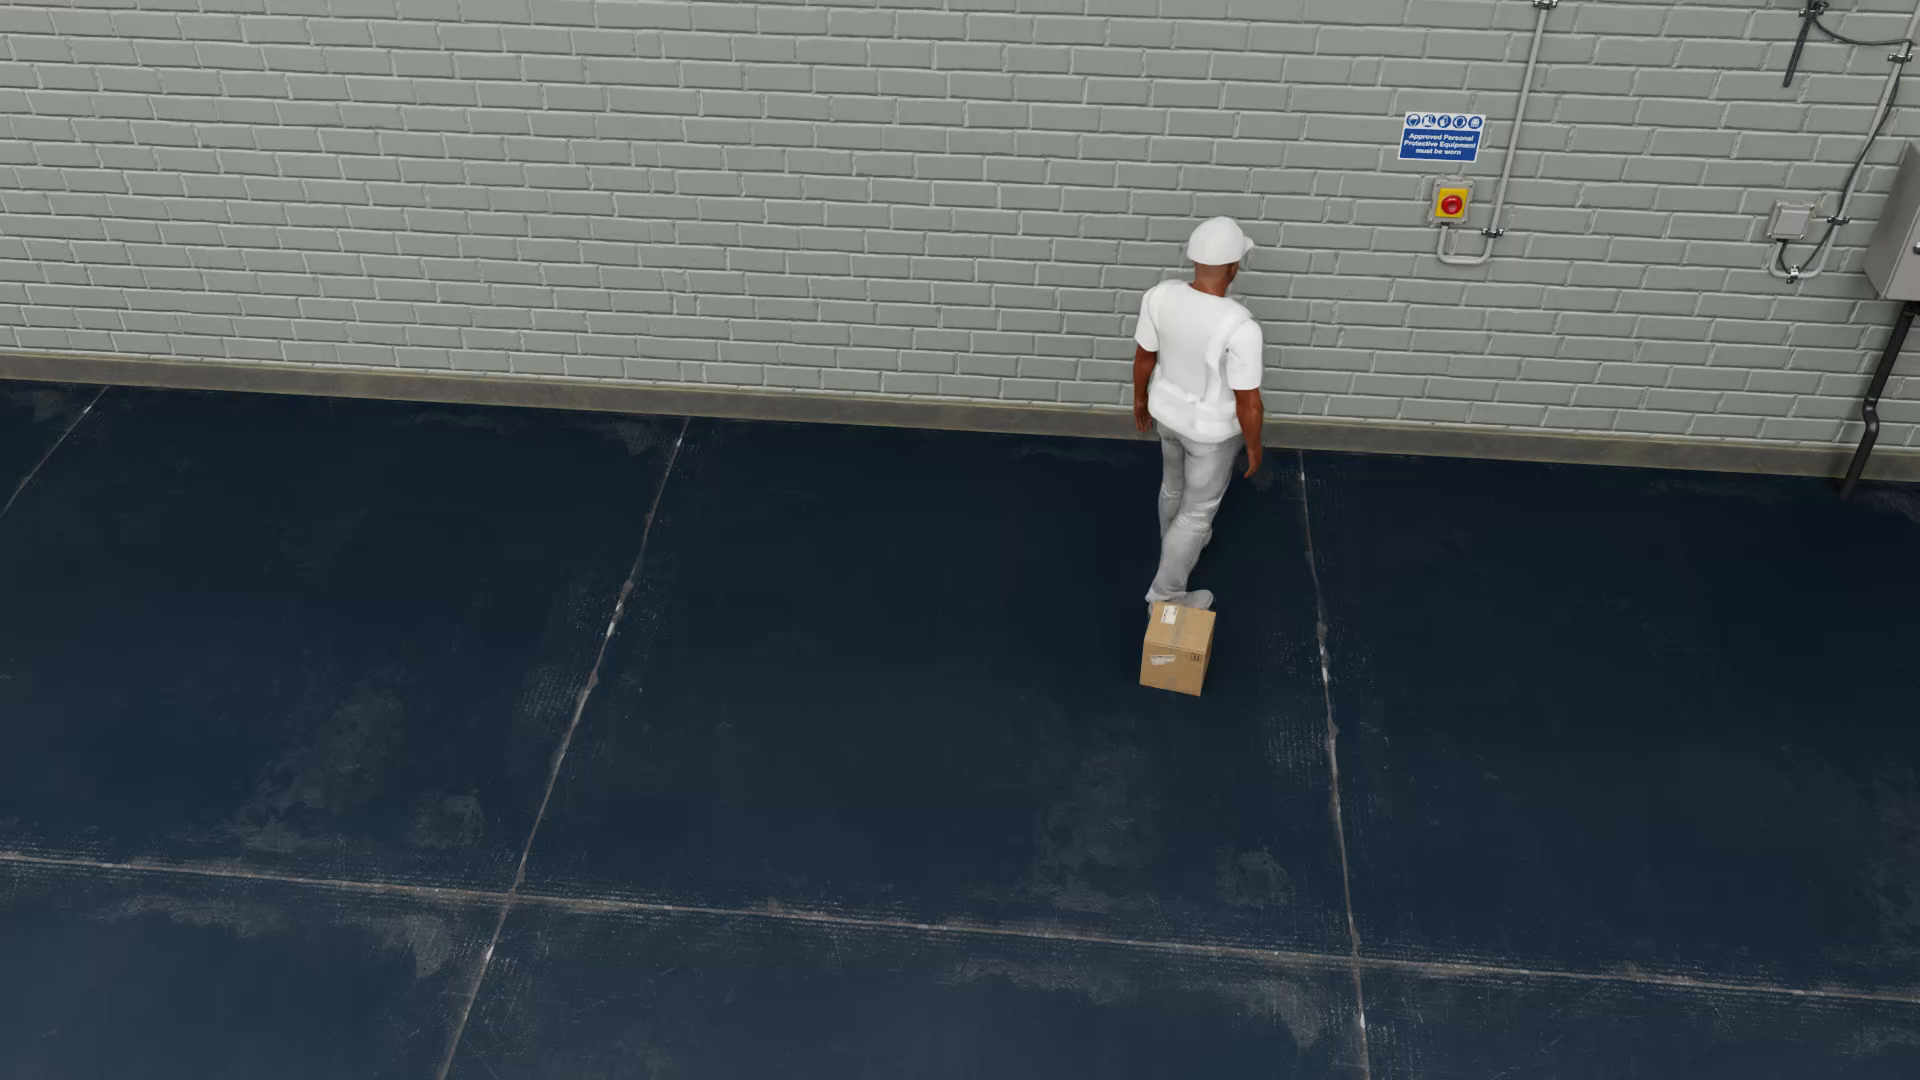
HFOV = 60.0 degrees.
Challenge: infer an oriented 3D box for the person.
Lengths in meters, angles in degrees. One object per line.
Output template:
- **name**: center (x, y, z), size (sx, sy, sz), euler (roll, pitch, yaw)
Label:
- **person**: center (0.981, -0.499, 6.721), size (0.648, 1.771, 0.567), euler (-30, 48, -31)
